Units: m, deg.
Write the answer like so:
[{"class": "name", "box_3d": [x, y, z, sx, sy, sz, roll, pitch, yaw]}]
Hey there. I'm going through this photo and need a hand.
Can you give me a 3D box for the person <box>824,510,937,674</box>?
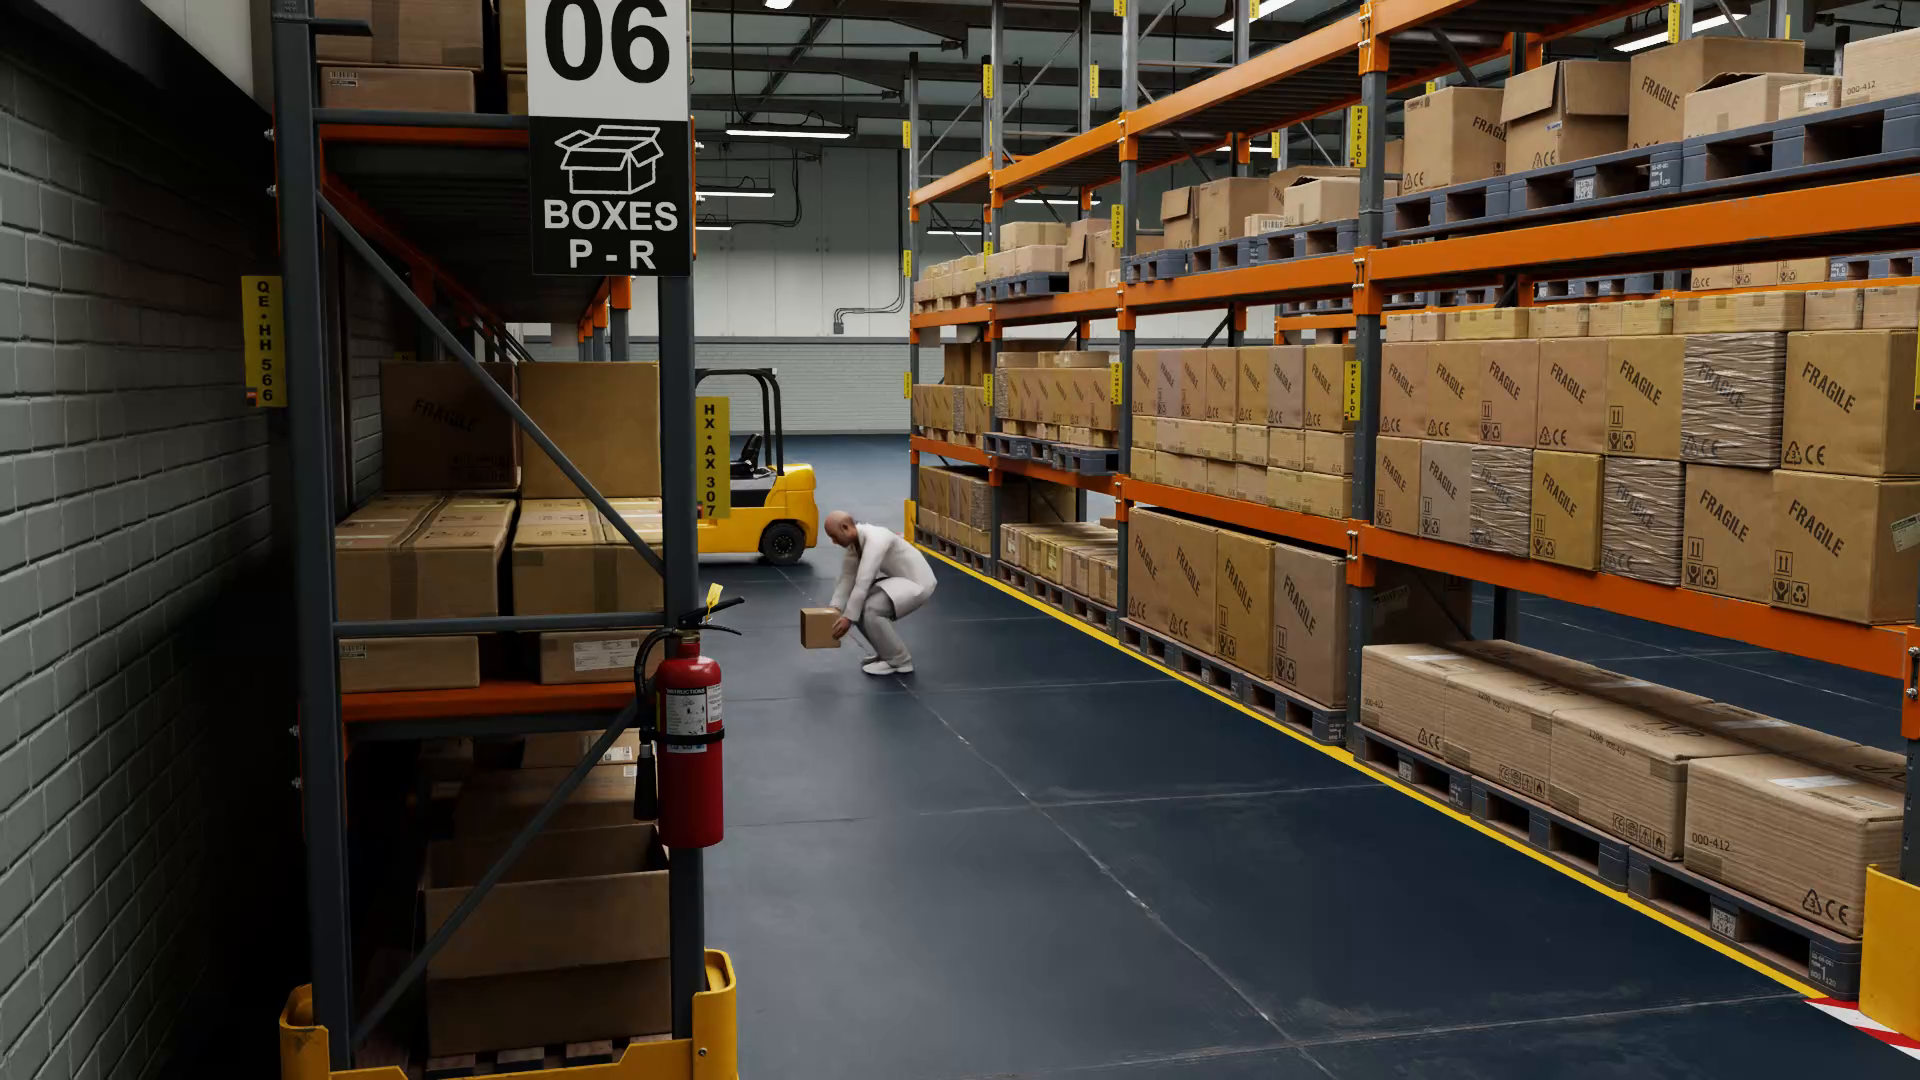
[{"class": "person", "box_3d": [-0.572, 0.411, 11.872, 0.835, 1.069, 0.623, -1, 6, -14]}]
